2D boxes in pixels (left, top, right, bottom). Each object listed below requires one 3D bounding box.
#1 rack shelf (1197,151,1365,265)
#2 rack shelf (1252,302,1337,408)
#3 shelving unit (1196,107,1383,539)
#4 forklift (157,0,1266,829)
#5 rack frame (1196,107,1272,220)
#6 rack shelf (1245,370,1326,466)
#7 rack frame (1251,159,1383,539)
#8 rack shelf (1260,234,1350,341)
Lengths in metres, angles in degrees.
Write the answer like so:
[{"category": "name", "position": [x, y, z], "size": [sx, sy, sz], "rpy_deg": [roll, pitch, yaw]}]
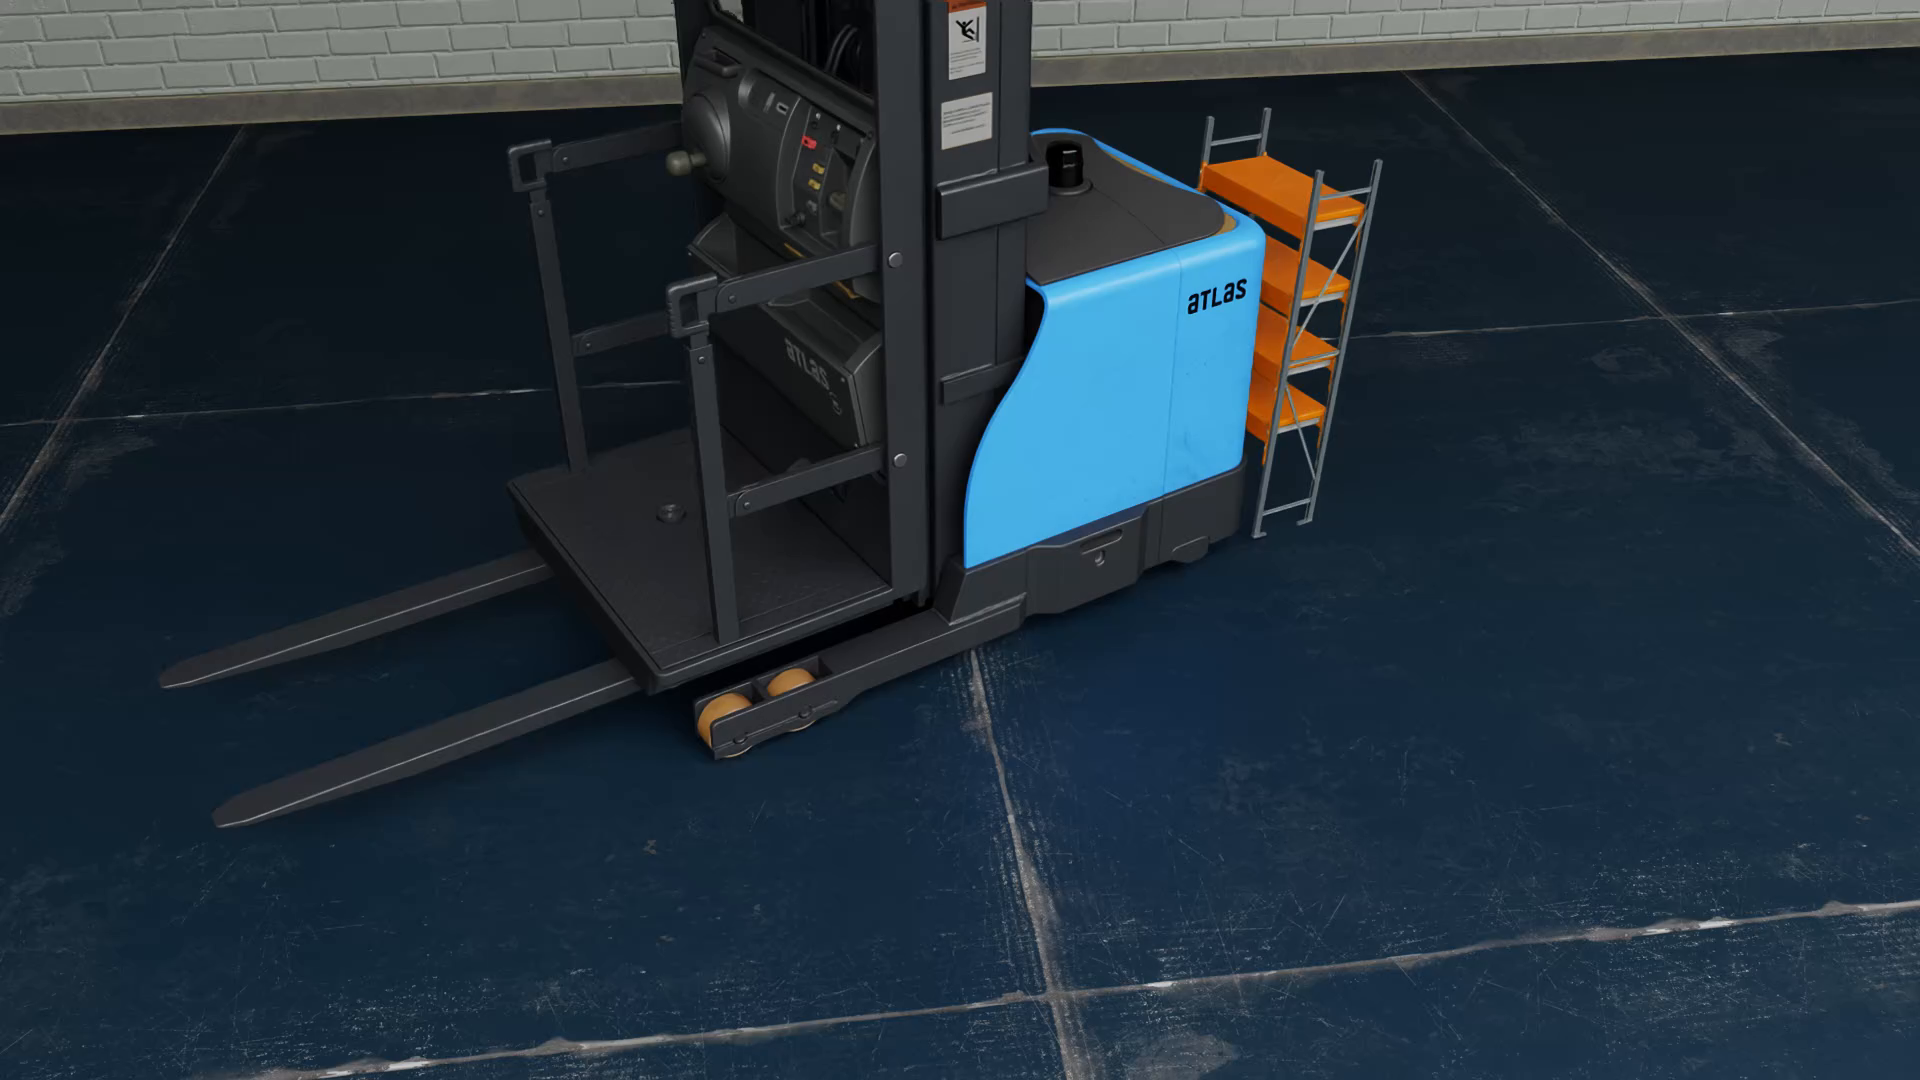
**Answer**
[{"category": "rack shelf", "position": [0.951, -0.989, 4.926], "size": [0.258, 0.148, 0.480], "rpy_deg": [-15, 37, -27]}, {"category": "rack shelf", "position": [0.926, -0.602, 5.173], "size": [0.258, 0.148, 0.480], "rpy_deg": [-15, 37, -27]}, {"category": "shelving unit", "position": [0.930, -0.658, 5.137], "size": [0.258, 1.200, 0.503], "rpy_deg": [-15, 37, -27]}, {"category": "forklift", "position": [-0.641, -0.977, 4.081], "size": [3.031, 2.935, 1.130], "rpy_deg": [-20, 39, -27]}, {"category": "rack frame", "position": [0.805, -0.777, 5.310], "size": [0.240, 1.200, 0.015], "rpy_deg": [-15, 37, -27]}, {"category": "rack shelf", "position": [0.915, -0.434, 5.279], "size": [0.258, 0.148, 0.480], "rpy_deg": [-15, 37, -27]}, {"category": "rack frame", "position": [1.055, -0.540, 4.963], "size": [0.240, 1.200, 0.015], "rpy_deg": [-15, 37, -27]}, {"category": "rack shelf", "position": [0.938, -0.790, 5.053], "size": [0.258, 0.148, 0.480], "rpy_deg": [-15, 37, -27]}]
